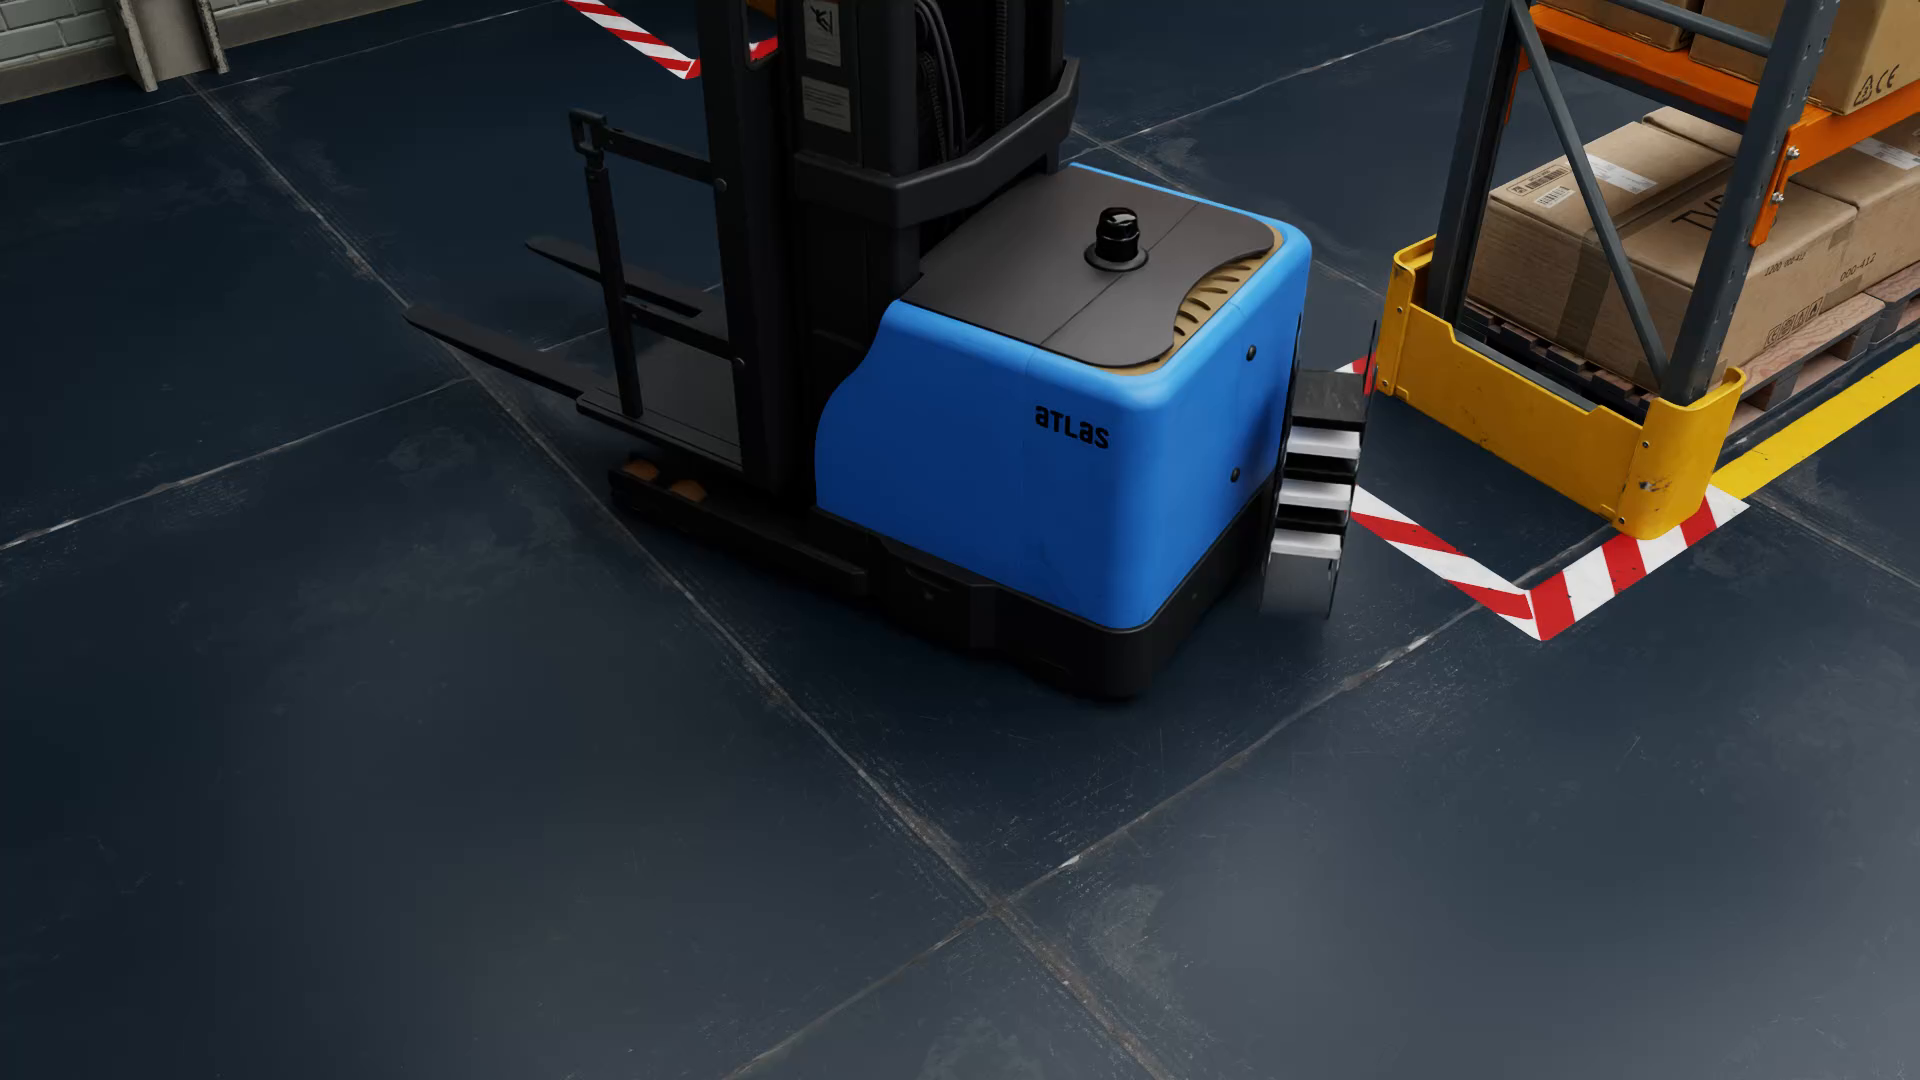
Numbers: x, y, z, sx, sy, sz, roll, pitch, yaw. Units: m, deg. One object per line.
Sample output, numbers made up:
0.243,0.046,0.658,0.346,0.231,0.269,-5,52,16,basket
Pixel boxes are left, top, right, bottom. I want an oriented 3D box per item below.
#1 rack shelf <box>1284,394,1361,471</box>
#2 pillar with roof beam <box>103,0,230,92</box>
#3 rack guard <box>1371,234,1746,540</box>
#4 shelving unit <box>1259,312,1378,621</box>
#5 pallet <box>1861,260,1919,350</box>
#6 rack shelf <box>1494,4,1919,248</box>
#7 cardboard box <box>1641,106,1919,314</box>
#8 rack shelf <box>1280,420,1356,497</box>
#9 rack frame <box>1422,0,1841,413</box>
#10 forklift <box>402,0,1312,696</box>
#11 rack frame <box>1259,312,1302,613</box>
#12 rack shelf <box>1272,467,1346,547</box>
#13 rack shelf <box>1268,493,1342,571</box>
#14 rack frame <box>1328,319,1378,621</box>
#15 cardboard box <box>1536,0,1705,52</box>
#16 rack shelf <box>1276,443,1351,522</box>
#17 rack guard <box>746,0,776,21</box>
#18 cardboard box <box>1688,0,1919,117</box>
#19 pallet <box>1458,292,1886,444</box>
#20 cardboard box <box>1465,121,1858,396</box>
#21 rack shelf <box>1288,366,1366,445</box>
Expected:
1.019,-0.307,4.677,0.200,0.077,0.258,6,40,8,rack shelf
-1.139,-3.572,2.509,0.400,9.000,9.100,-26,46,-28,pillar with roof beam
1.933,-0.535,5.509,0.348,0.500,1.175,-26,46,-28,rack guard
1.019,-0.194,4.770,0.210,0.900,0.258,6,40,8,shelving unit
3.505,-1.250,6.608,1.213,0.211,1.003,-26,46,-28,pallet
3.538,-2.006,5.897,4.000,0.370,1.077,-26,46,-28,rack shelf
3.135,-1.346,6.215,0.875,0.438,0.875,-25,45,-27,cardboard box
1.019,-0.238,4.734,0.200,0.077,0.258,6,40,8,rack shelf
1.952,-1.511,4.727,0.127,3.000,1.000,-26,46,-28,rack frame
-0.522,-1.417,4.667,3.031,2.935,1.130,22,44,25,forklift
0.919,-0.205,4.783,0.006,0.900,0.240,6,40,8,rack frame
1.019,-0.099,4.848,0.200,0.077,0.258,6,40,8,rack shelf
1.018,-0.029,4.905,0.200,0.077,0.258,6,40,8,rack shelf
1.119,-0.183,4.756,0.006,0.900,0.240,6,40,8,rack frame
2.173,-1.869,5.085,0.500,0.500,0.500,-26,46,-28,cardboard box
1.019,-0.168,4.791,0.200,0.077,0.258,6,40,8,rack shelf
-1.015,-3.069,8.597,0.348,0.500,1.175,-26,46,-28,rack guard
2.508,-1.591,4.745,0.500,0.500,0.500,-26,46,-28,cardboard box
2.538,-0.781,6.036,1.213,0.211,1.003,-26,46,-28,pallet
2.415,-0.988,5.779,0.875,0.438,0.875,-28,47,-29,cardboard box
1.019,-0.377,4.620,0.200,0.077,0.258,6,40,8,rack shelf
